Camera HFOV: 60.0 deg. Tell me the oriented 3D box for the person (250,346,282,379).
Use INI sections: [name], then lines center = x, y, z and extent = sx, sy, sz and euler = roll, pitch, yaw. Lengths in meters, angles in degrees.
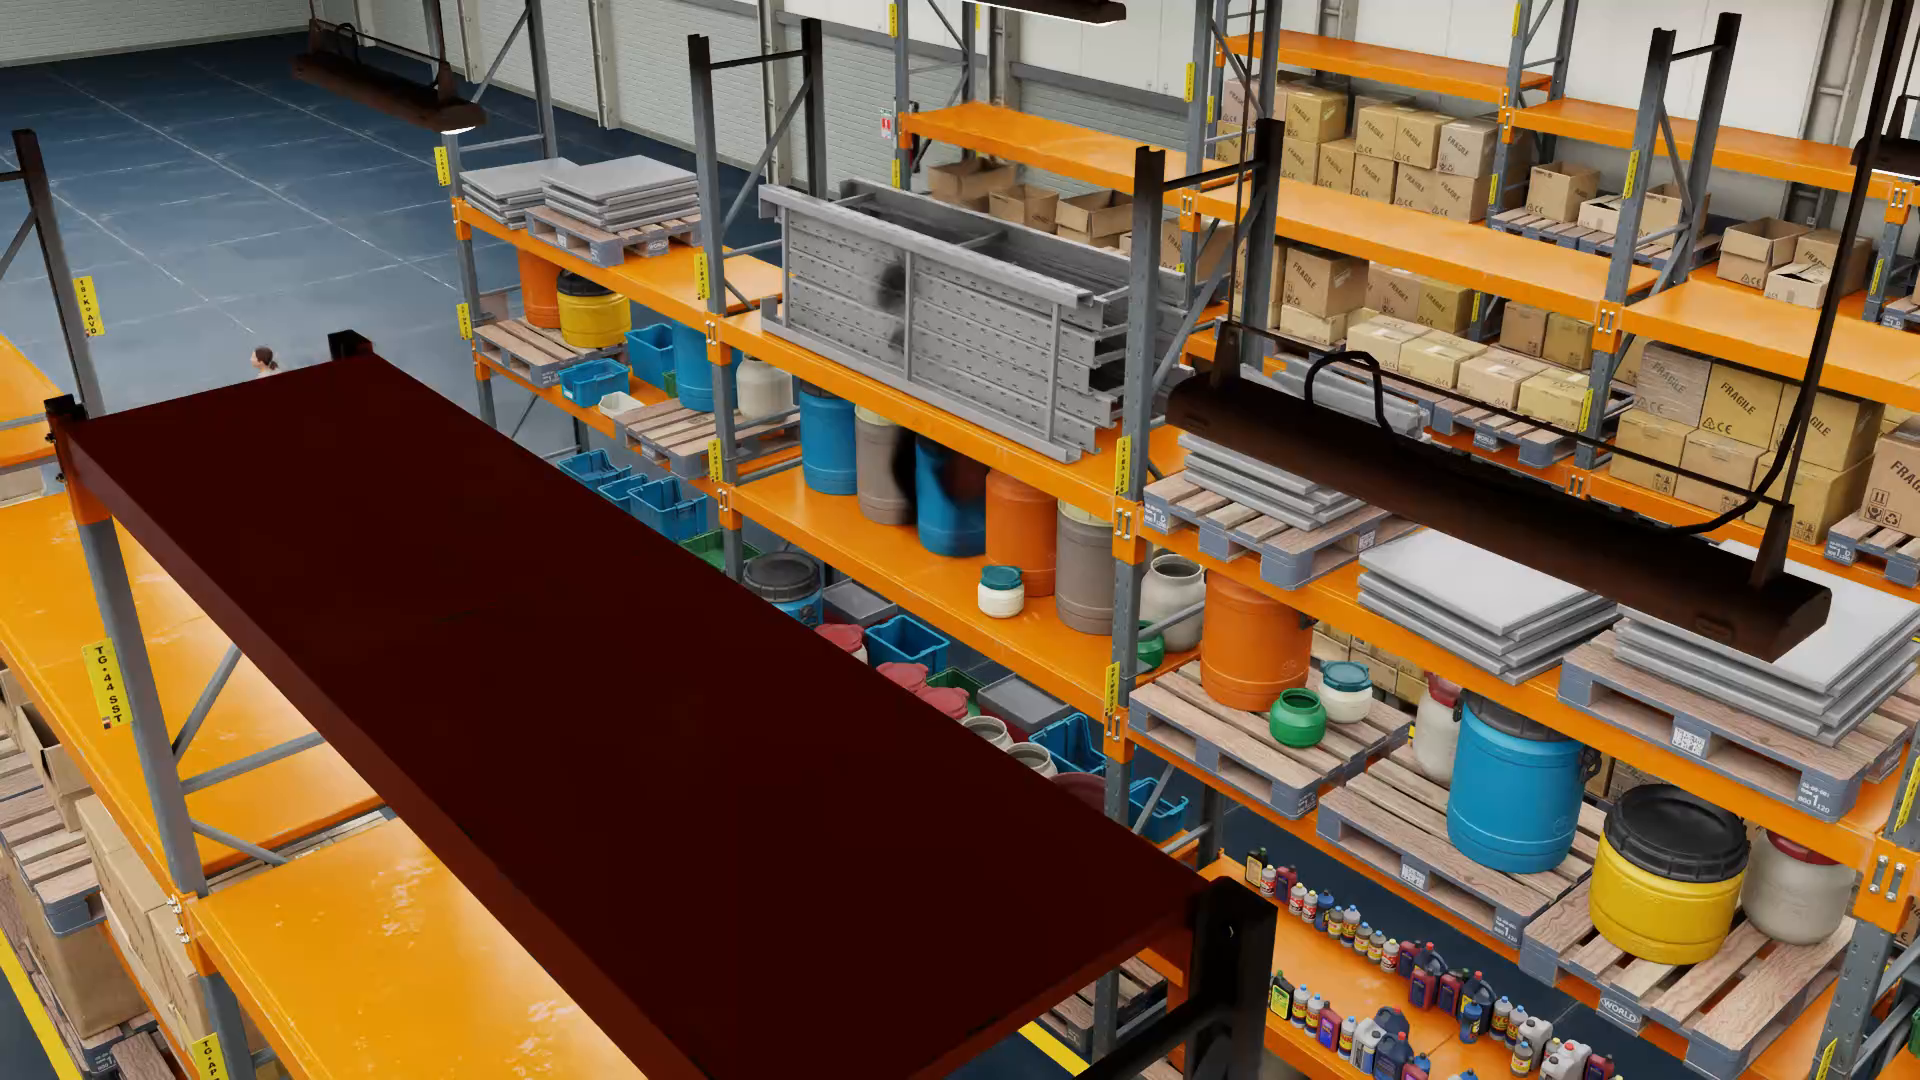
[person]
center = -7.582, -1.385, 18.485
extent = 0.769, 1.632, 0.600
euler = -5, 27, -9
